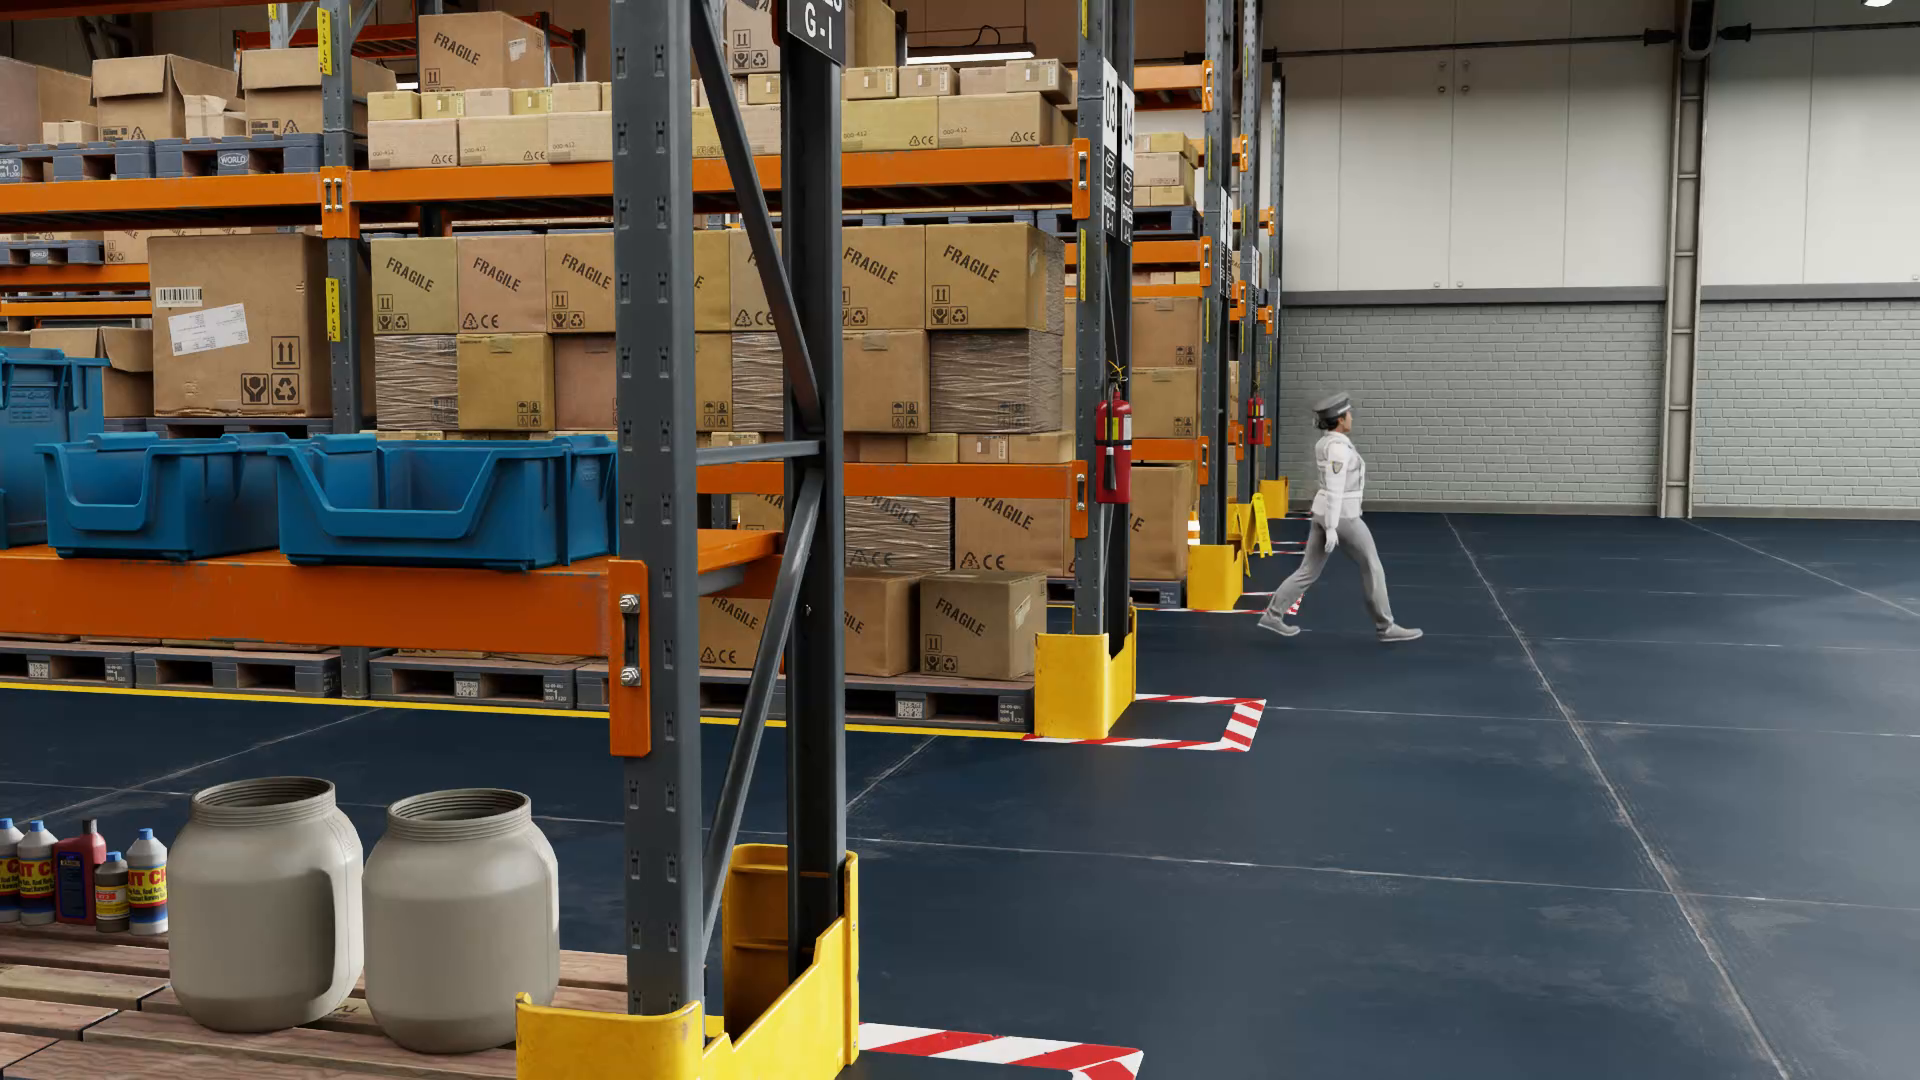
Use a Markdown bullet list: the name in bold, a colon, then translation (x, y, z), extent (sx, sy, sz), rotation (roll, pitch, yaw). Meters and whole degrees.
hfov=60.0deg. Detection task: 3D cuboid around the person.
- **person**: translation (2.478, -0.148, 10.825), extent (1.045, 1.631, 0.508), rotation (-1, 5, -10)
